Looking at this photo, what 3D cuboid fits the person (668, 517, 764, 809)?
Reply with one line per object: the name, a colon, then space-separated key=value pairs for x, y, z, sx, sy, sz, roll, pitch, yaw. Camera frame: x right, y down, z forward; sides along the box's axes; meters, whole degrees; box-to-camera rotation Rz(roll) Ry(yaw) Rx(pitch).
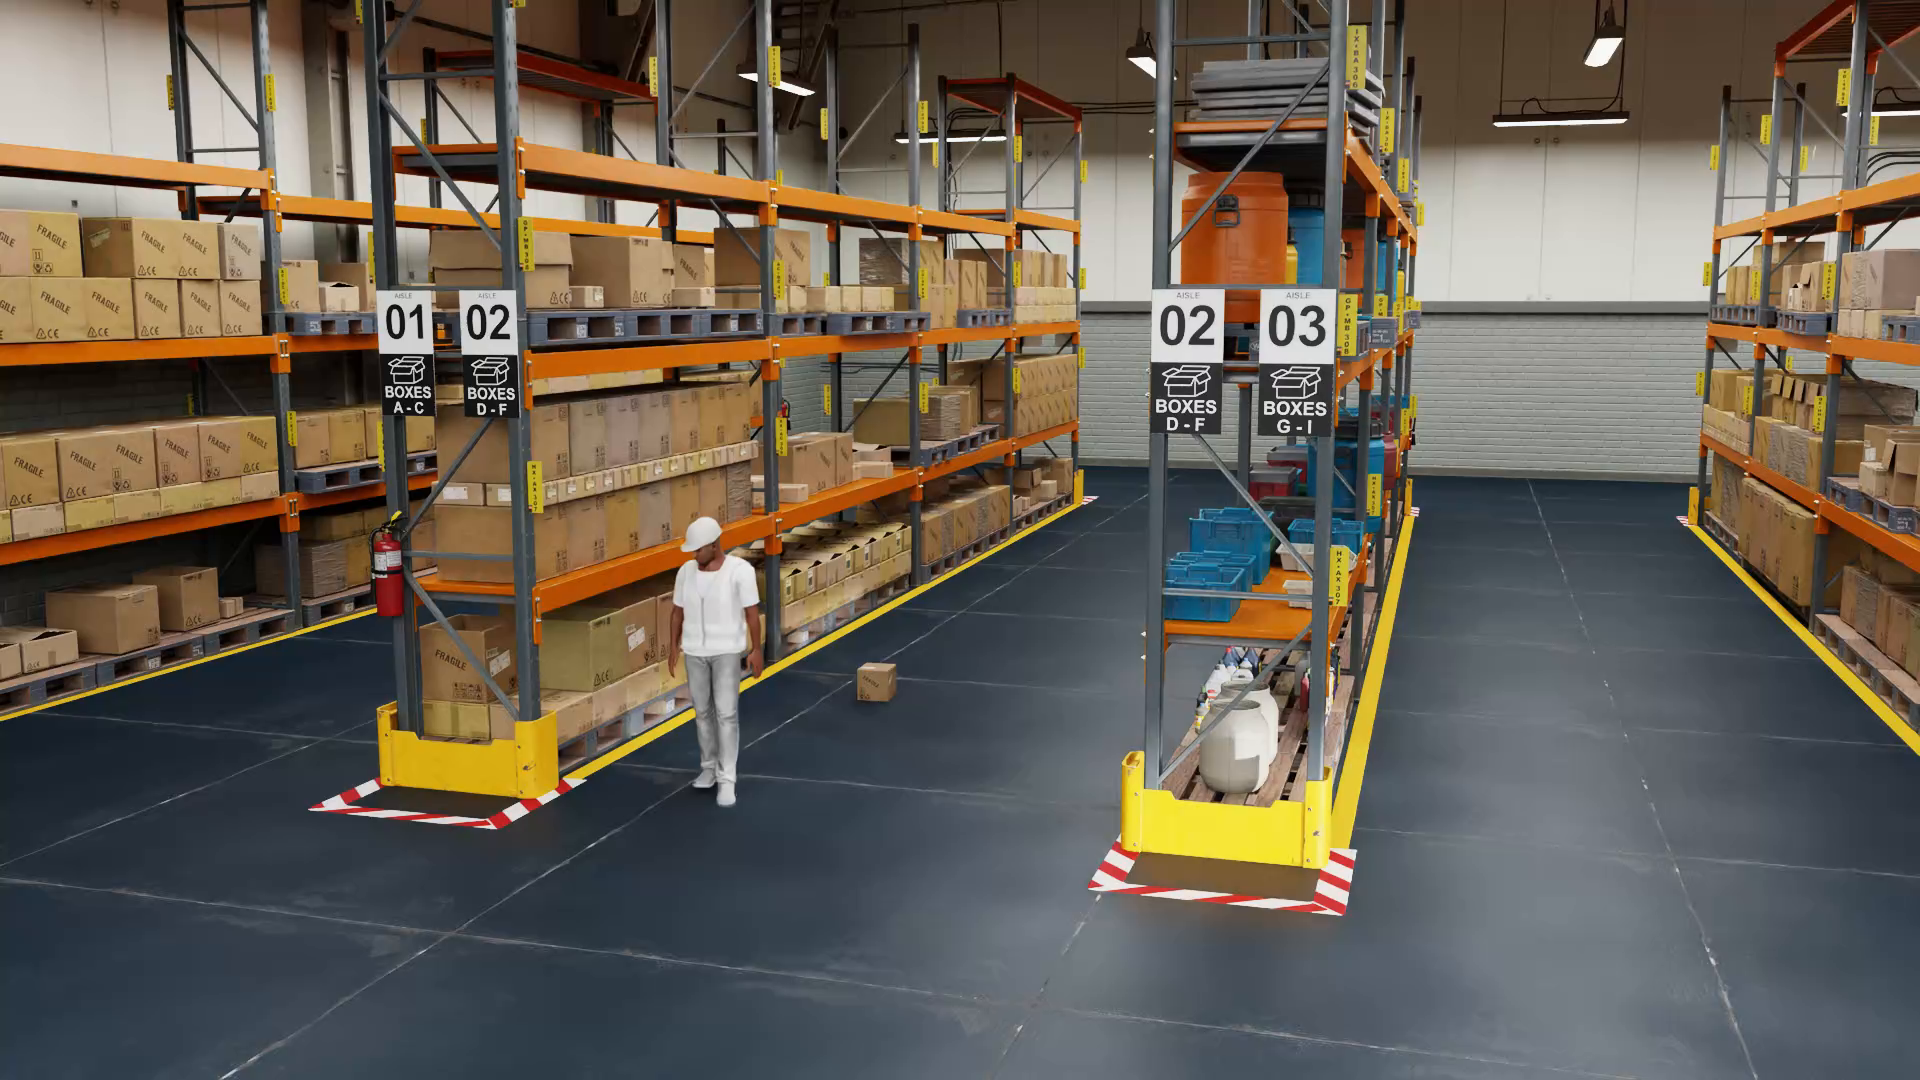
person: x=-1.606 y=0.758 z=10.559 sx=0.616 sy=1.805 sz=0.553 roll=3 pitch=9 yaw=17
